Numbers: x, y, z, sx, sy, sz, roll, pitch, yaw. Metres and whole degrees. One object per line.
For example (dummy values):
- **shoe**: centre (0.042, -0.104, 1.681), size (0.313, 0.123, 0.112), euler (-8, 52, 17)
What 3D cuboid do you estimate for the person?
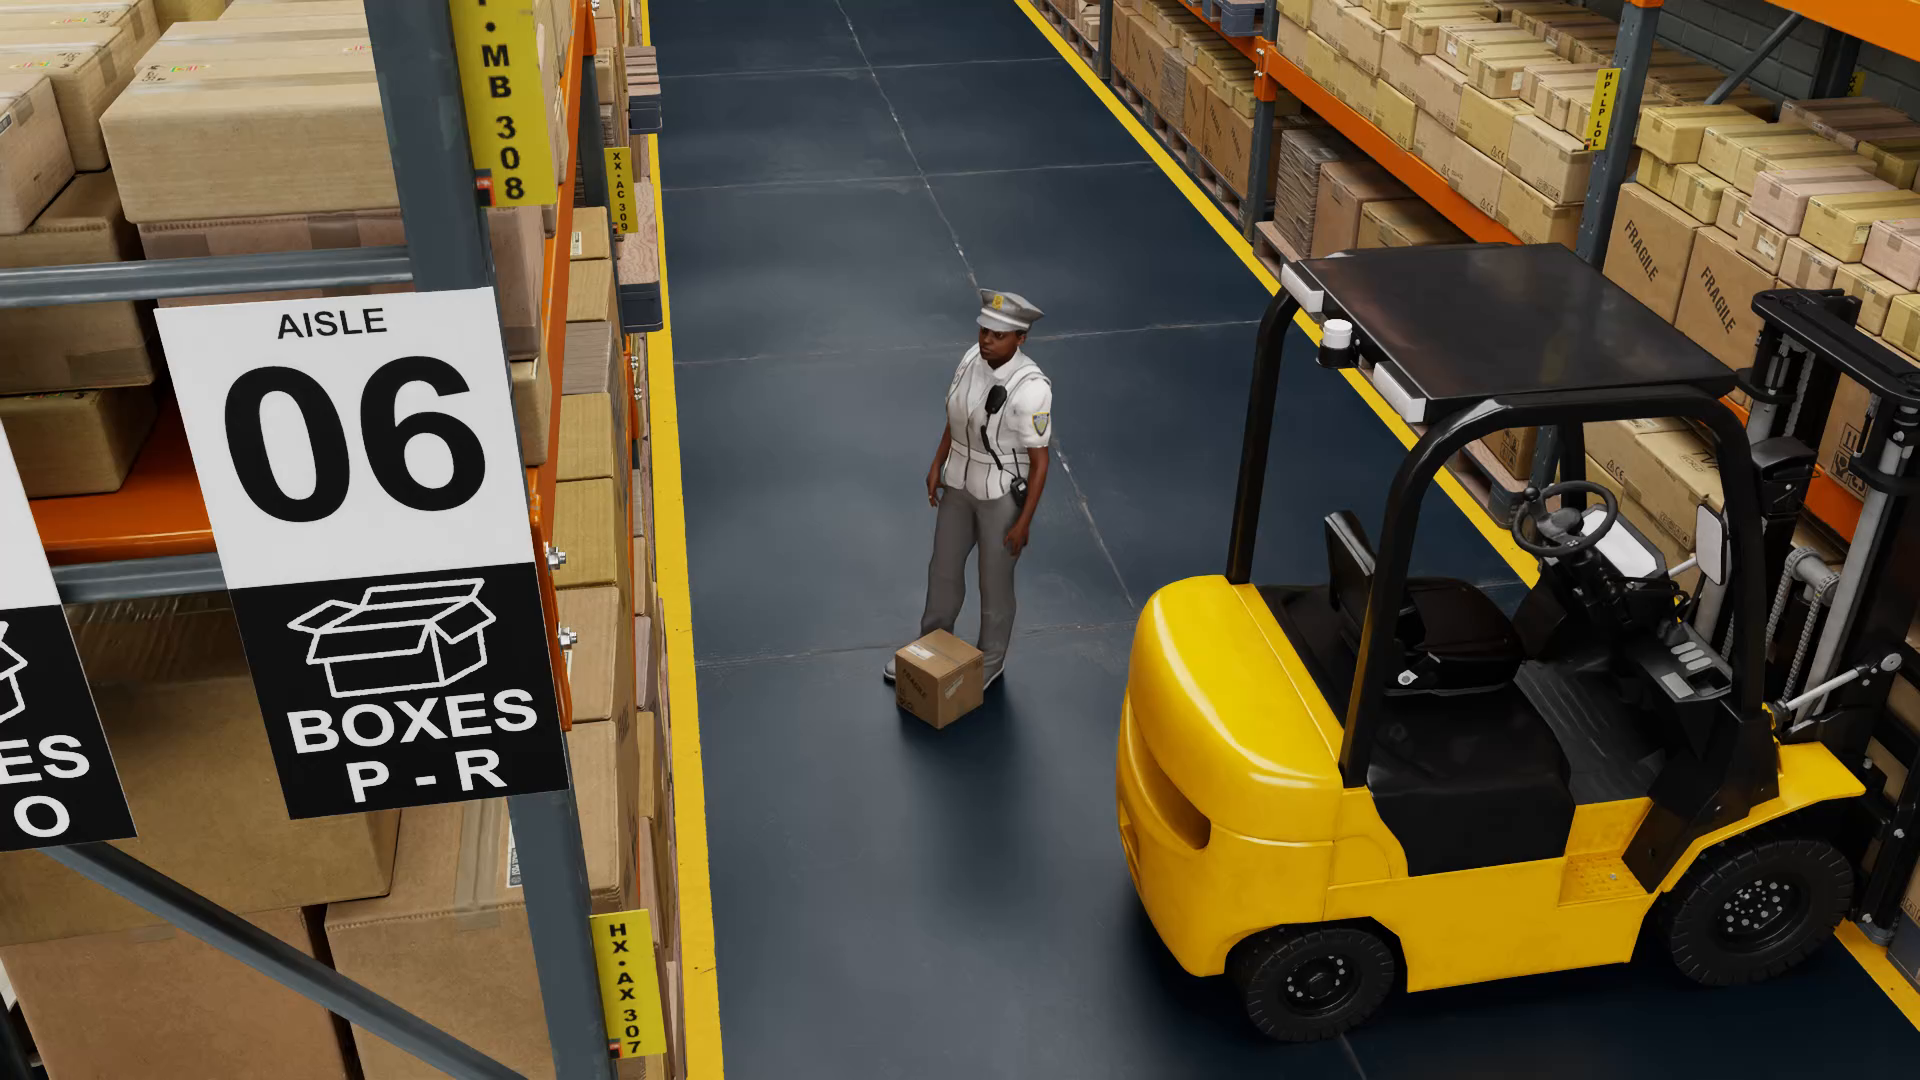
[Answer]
- **person**: centre (0.046, -0.163, 6.354), size (0.529, 1.695, 0.569), euler (-25, 39, -36)
